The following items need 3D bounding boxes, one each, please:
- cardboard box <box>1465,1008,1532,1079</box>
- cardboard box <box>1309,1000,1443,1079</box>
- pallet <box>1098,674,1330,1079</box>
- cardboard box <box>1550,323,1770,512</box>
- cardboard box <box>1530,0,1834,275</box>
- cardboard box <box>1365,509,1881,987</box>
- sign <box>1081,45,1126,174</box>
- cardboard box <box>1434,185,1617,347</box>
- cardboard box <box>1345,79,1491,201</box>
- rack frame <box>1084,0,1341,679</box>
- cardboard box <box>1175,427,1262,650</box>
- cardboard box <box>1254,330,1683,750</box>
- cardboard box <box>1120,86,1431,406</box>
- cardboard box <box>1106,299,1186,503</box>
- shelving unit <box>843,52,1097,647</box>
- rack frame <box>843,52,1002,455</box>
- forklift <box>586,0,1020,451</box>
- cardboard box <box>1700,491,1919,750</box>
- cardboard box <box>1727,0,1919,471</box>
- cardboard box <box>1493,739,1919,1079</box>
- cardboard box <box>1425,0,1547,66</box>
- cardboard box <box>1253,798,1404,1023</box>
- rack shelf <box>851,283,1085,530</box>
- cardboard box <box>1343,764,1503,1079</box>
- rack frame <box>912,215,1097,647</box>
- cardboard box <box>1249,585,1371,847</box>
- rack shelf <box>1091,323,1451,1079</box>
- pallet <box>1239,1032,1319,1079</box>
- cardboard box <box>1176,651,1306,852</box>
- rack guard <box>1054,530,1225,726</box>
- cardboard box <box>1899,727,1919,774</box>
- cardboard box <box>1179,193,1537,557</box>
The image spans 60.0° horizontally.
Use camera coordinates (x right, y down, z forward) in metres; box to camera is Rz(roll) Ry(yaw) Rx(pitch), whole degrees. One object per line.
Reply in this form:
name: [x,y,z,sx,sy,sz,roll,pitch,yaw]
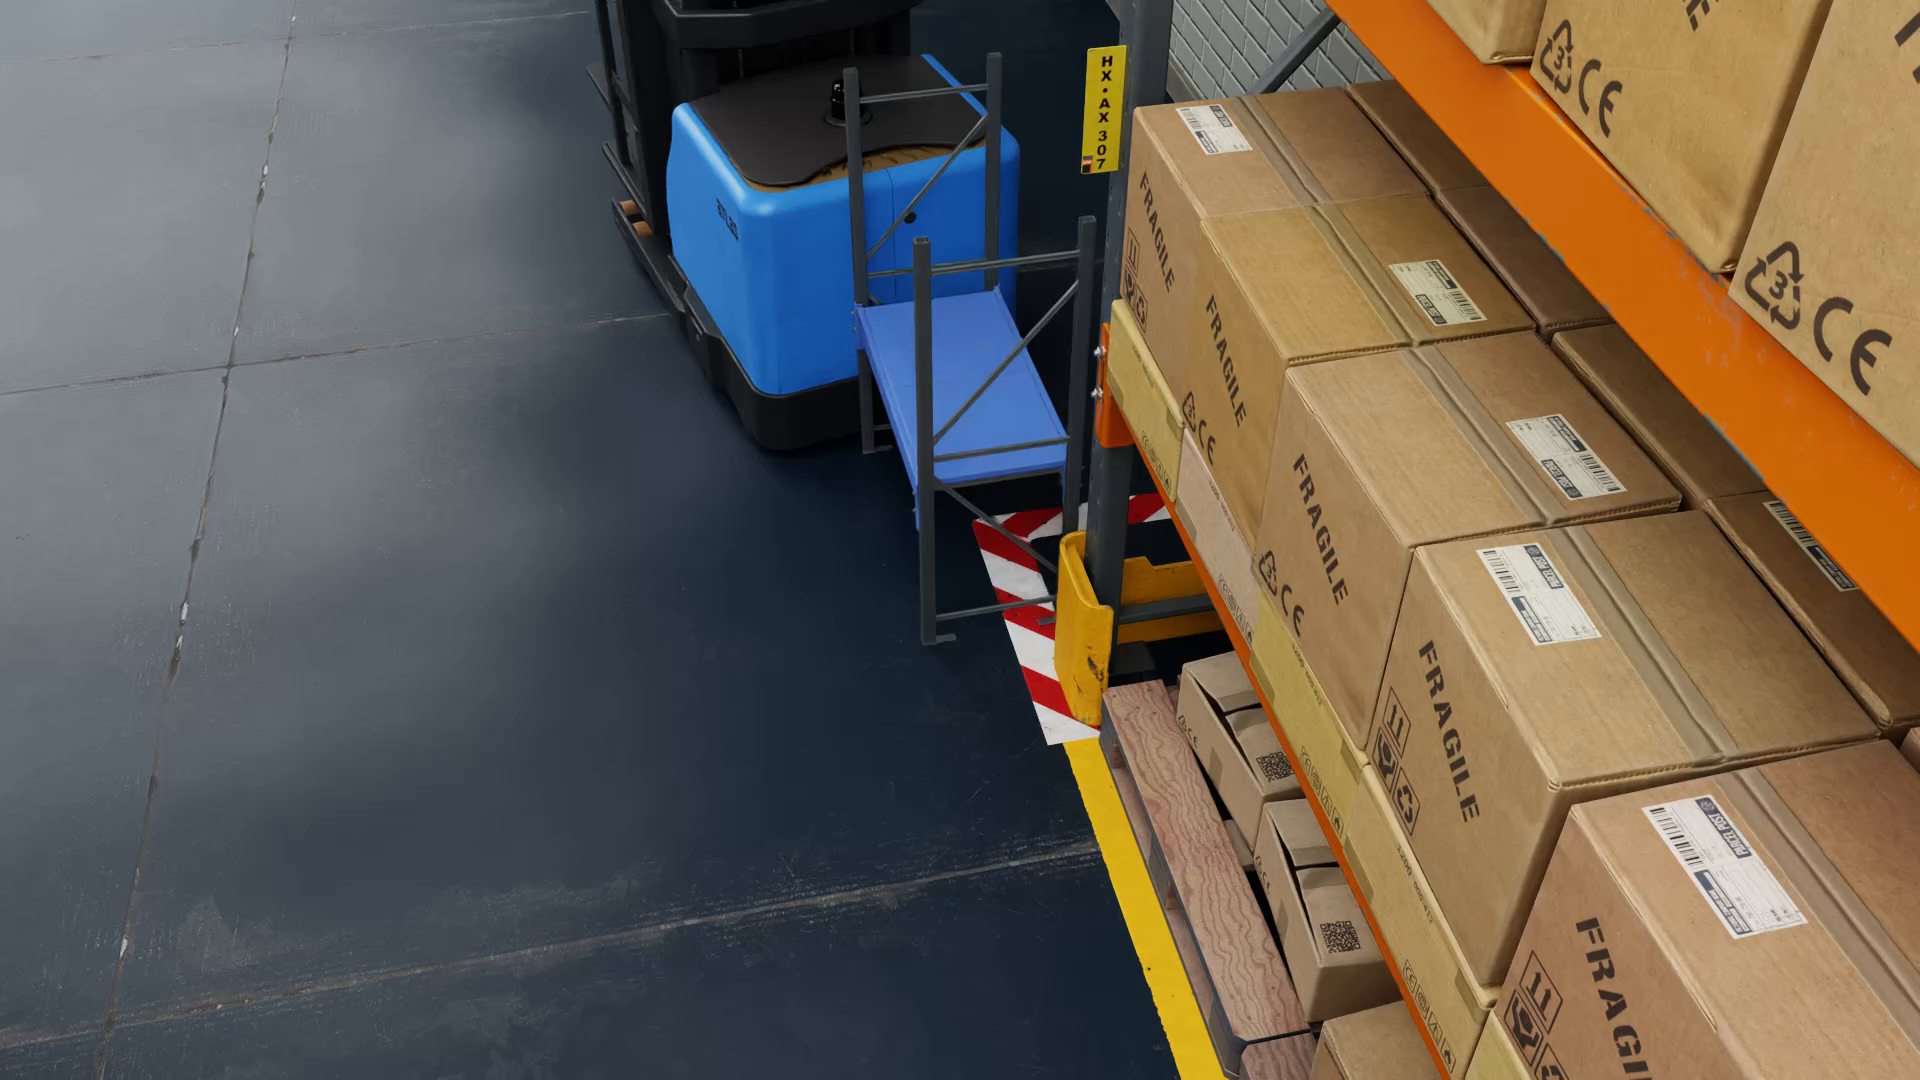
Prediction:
cardboard box: [1.120,0.944,2.525,0.500,0.250,0.500,-9,42,-10]
cardboard box: [1.172,1.298,3.580,0.700,0.500,0.500,-11,43,-12]
pallet: [1.035,0.838,4.647,1.003,0.211,1.213,-8,42,-9]
cardboard box: [1.402,-0.080,3.114,0.500,0.500,0.500,-9,42,-10]
cardboard box: [1.039,-0.666,1.891,0.500,0.500,0.500,-6,42,-7]
cardboard box: [1.013,0.325,2.657,0.500,0.500,0.500,-7,42,-8]
sign: [0.348,-1.032,4.001,0.100,0.325,0.005,-8,42,-9]
cardboard box: [1.286,-0.415,3.491,0.500,0.500,0.500,-8,42,-9]
cardboard box: [1.187,-0.743,3.860,0.500,0.500,0.500,-9,42,-10]
rack frame: [0.878,-0.786,4.376,1.000,3.000,0.127,-8,42,-9]
cardboard box: [0.799,-0.041,3.634,0.500,0.250,0.500,-10,42,-11]
cardboard box: [0.890,-0.008,3.032,0.500,0.500,0.500,-10,42,-11]
cardboard box: [0.687,-0.665,3.773,0.500,0.500,0.500,-8,42,-9]
cardboard box: [0.673,-0.375,4.011,0.500,0.250,0.500,-9,42,-11]
shelving unit: [0.003,-0.593,5.288,0.538,1.500,1.048,-9,42,-10]
rack frame: [-0.115,-0.921,5.658,0.500,1.500,0.032,-9,42,-10]
forklift: [-0.853,-2.399,6.245,1.130,2.935,3.031,-17,44,-18]
cardboard box: [1.511,0.246,2.746,0.500,0.500,0.500,-8,42,-9]
cardboard box: [1.138,-0.335,1.518,0.500,0.500,0.500,-10,43,-11]
cardboard box: [1.126,0.662,2.277,0.500,0.500,0.500,-9,42,-11]
cardboard box: [0.903,-1.011,2.279,0.500,0.500,0.500,-7,42,-7]
cardboard box: [1.062,0.886,4.186,0.500,0.311,0.500,-5,42,-6]
rack shelf: [0.003,-0.458,5.407,0.538,0.185,1.000,-9,42,-10]
cardboard box: [1.010,0.618,2.892,0.500,0.250,0.500,-8,42,-9]
rack frame: [0.121,-0.265,4.918,0.500,1.500,0.032,-9,42,-10]
cardboard box: [0.903,0.290,3.262,0.500,0.250,0.500,-9,42,-10]
rack shelf: [1.310,0.780,3.154,1.077,0.370,4.000,-8,42,-9]
pallet: [1.295,1.627,3.758,1.003,0.211,1.213,-8,42,-9]
cardboard box: [0.939,0.517,4.603,0.500,0.311,0.500,-13,43,-14]
rack guard: [0.894,0.198,5.150,1.175,0.500,0.348,-8,42,-9]
cardboard box: [1.634,0.581,2.369,0.500,0.500,0.500,-7,42,-8]
cardboard box: [0.784,-0.343,3.410,0.500,0.500,0.500,-8,42,-9]
